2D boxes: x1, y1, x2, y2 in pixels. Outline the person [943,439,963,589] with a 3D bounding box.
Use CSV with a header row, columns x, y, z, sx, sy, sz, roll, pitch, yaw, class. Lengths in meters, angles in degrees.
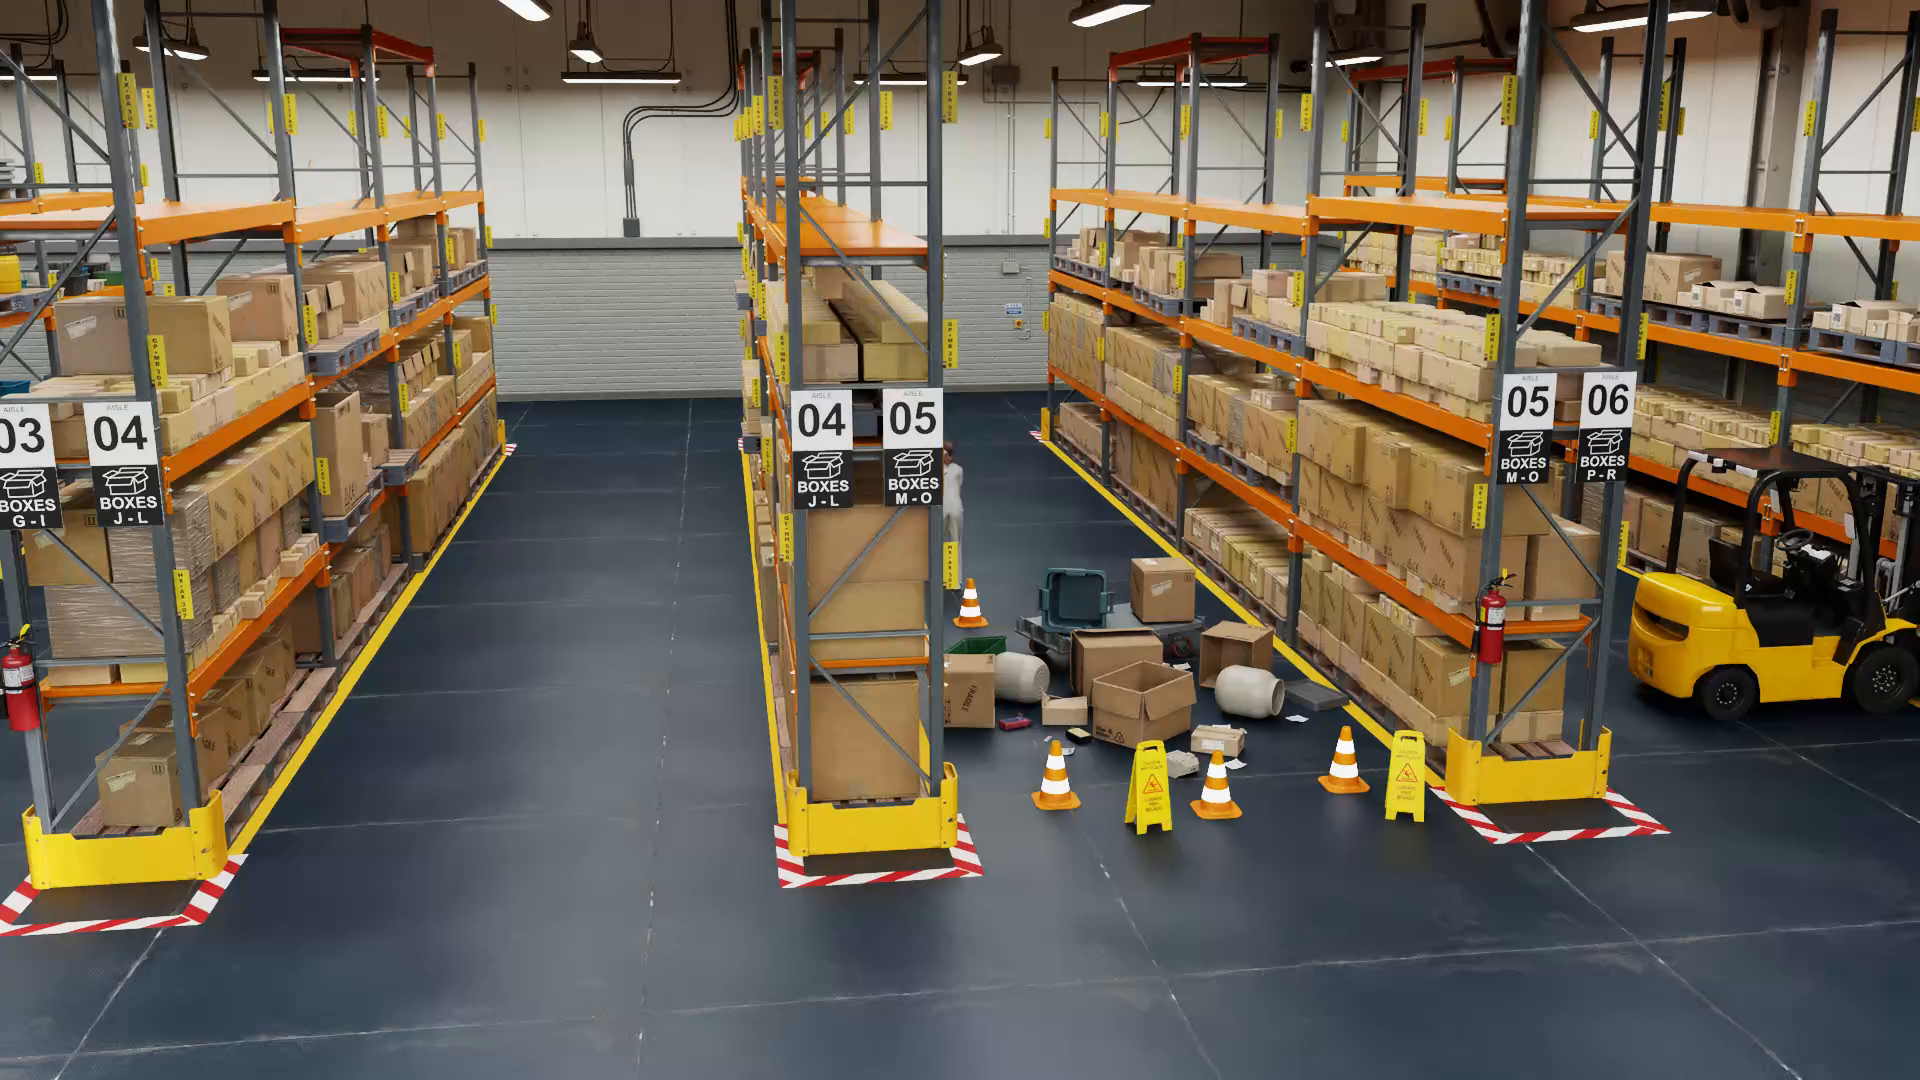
x,y,z,sx,sy,sz,roll,pitch,yaw,class
-0.177,-0.297,18.281,0.410,1.669,0.507,-2,13,-10,person
